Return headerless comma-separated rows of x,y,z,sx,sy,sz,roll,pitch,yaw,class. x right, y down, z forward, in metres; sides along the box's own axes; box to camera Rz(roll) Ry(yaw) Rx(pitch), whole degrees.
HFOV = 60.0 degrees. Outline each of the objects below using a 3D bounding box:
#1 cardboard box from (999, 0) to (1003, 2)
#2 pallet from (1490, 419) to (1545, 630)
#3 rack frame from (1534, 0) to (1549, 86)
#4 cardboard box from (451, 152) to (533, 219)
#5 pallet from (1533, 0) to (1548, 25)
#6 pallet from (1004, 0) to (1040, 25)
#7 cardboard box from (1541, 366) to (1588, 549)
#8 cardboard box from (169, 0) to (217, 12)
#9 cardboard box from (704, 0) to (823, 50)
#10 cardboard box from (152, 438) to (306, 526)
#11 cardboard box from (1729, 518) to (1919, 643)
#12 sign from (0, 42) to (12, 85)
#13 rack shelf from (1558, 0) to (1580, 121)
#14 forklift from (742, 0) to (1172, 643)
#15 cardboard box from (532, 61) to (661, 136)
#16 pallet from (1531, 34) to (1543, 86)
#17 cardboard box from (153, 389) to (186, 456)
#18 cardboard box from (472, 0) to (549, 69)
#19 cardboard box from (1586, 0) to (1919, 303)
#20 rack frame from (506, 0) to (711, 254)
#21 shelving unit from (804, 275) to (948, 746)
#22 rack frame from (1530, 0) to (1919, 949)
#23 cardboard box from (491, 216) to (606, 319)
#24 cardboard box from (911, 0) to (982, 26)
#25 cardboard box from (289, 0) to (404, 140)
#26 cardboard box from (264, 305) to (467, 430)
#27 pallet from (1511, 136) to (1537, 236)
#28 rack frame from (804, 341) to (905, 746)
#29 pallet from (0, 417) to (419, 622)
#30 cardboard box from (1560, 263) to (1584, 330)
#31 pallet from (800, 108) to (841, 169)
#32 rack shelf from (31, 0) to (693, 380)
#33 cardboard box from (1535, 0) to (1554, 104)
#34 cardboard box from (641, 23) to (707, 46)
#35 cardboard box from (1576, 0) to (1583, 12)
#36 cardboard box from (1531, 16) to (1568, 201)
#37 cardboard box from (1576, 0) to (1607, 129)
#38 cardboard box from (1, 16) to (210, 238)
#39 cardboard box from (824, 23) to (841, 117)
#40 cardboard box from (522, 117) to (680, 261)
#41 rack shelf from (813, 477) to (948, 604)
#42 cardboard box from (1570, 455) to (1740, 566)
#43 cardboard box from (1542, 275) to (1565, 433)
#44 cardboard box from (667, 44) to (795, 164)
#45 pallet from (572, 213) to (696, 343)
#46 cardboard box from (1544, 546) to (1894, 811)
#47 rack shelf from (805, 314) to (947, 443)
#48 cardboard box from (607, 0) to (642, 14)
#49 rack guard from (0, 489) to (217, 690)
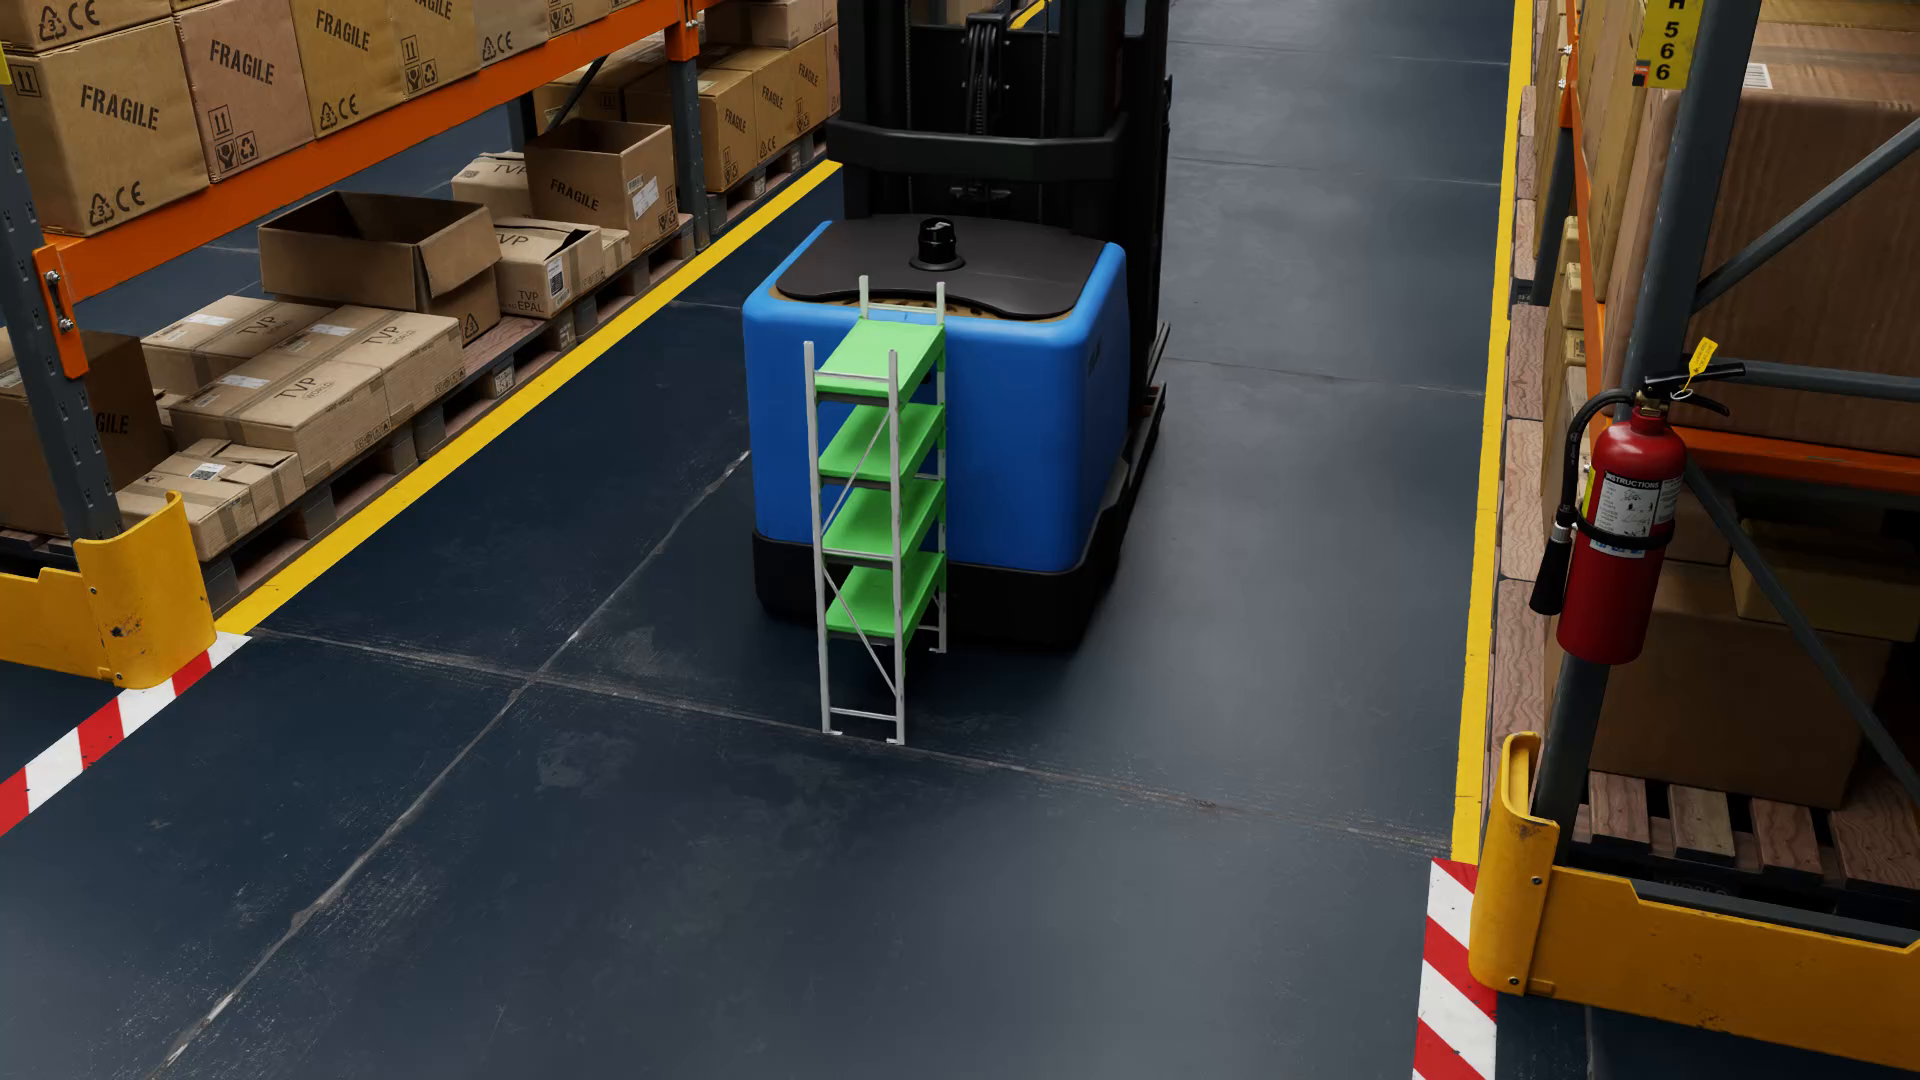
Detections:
0.142,-4.362,12.902,0.500,0.250,0.500,8,30,14,cardboard box
2.322,-0.009,5.549,1.003,0.211,1.213,8,30,15,pallet
4.150,-3.998,9.850,1.000,3.000,0.127,8,30,15,rack frame
-2.090,-1.697,8.028,0.500,0.311,0.500,8,30,15,cardboard box
5.097,-4.276,13.219,1.003,0.211,1.213,8,30,15,pallet
0.053,-4.426,13.489,1.003,0.211,1.213,8,30,15,pallet
2.206,-0.177,5.122,0.700,0.500,0.500,8,30,13,cardboard box
-2.406,-1.878,4.909,0.500,0.500,0.500,9,30,15,cardboard box
-1.092,-2.926,9.272,0.500,0.250,0.500,9,30,15,cardboard box
-2.410,-0.201,5.487,0.380,0.166,0.250,8,30,15,cardboard box
2.066,0.093,3.970,0.380,0.149,0.250,9,30,15,cardboard box
-2.416,-1.286,4.085,0.100,0.325,0.005,8,30,15,sign
3.563,-2.754,8.354,1.077,0.370,4.000,8,30,15,rack shelf
0.193,-1.671,5.738,1.130,2.935,3.031,7,30,12,forklift
-1.890,-2.214,8.763,0.500,0.500,0.500,8,30,15,cardboard box
4.381,-3.142,11.181,1.003,0.211,1.213,8,30,15,pallet
-2.805,-0.402,5.849,0.380,0.166,0.250,8,30,15,cardboard box
-1.960,-2.140,6.408,0.500,0.500,0.500,9,30,16,cardboard box
2.145,-0.989,4.134,0.980,0.700,0.700,8,30,14,cardboard box
-1.760,-2.844,7.776,1.000,3.000,0.127,8,30,15,rack frame
-0.216,-0.075,4.651,0.258,1.200,0.503,7,30,12,shelving unit
1.802,-0.280,3.167,1.000,3.000,0.127,8,30,15,rack frame
-1.877,-1.207,7.148,0.500,0.311,0.500,8,30,15,cardboard box
-0.152,-3.886,12.046,0.500,0.250,0.500,8,30,15,cardboard box
-2.256,-1.670,5.564,0.500,0.500,0.500,8,30,15,cardboard box
-2.210,-0.652,6.213,0.500,0.250,0.500,8,30,15,cardboard box
3.487,-1.858,8.873,1.003,0.211,1.213,8,30,15,pallet
-0.273,0.040,4.443,0.240,1.200,0.015,7,30,12,rack frame
-2.679,-0.172,5.842,1.003,0.211,1.213,8,30,15,pallet
2.231,-0.805,5.583,0.380,0.149,0.250,8,30,13,cardboard box
-1.202,-2.577,10.166,1.003,0.211,1.213,8,30,15,pallet
-2.347,-1.600,6.280,1.077,0.370,4.000,8,30,15,rack shelf
3.809,-2.919,9.690,0.750,0.750,0.750,8,30,14,cardboard box
-1.589,-2.675,9.592,0.500,0.500,0.500,9,30,15,cardboard box
2.856,-2.356,7.137,0.380,0.149,0.250,9,30,16,cardboard box
3.301,-2.117,8.249,0.750,0.750,0.750,9,30,16,cardboard box
2.582,-1.681,5.379,0.980,0.700,0.700,8,30,14,cardboard box
-2.552,-1.197,4.714,0.500,0.500,0.500,9,30,16,cardboard box
-0.937,-2.849,9.905,0.500,0.500,0.500,7,30,13,cardboard box
-1.656,-1.638,7.728,0.500,0.500,0.500,8,30,15,cardboard box
-0.216,-0.019,4.682,0.258,0.148,0.480,7,30,12,rack shelf
1.775,-0.080,4.280,0.380,0.149,0.250,8,30,14,cardboard box
2.508,-0.664,5.997,0.700,0.500,0.500,8,30,14,cardboard box
-1.240,-2.383,9.067,0.500,0.500,0.500,9,30,16,cardboard box
-1.963,-1.306,7.881,1.003,0.211,1.213,8,30,15,pallet
1.912,0.290,4.283,0.700,0.500,0.500,8,30,15,cardboard box
-0.216,-0.439,4.448,0.258,0.148,0.480,7,30,12,rack shelf
-1.662,-2.619,7.269,0.500,0.500,0.500,9,30,16,cardboard box
-2.912,0.072,5.106,1.175,0.500,0.348,8,30,15,rack guard
